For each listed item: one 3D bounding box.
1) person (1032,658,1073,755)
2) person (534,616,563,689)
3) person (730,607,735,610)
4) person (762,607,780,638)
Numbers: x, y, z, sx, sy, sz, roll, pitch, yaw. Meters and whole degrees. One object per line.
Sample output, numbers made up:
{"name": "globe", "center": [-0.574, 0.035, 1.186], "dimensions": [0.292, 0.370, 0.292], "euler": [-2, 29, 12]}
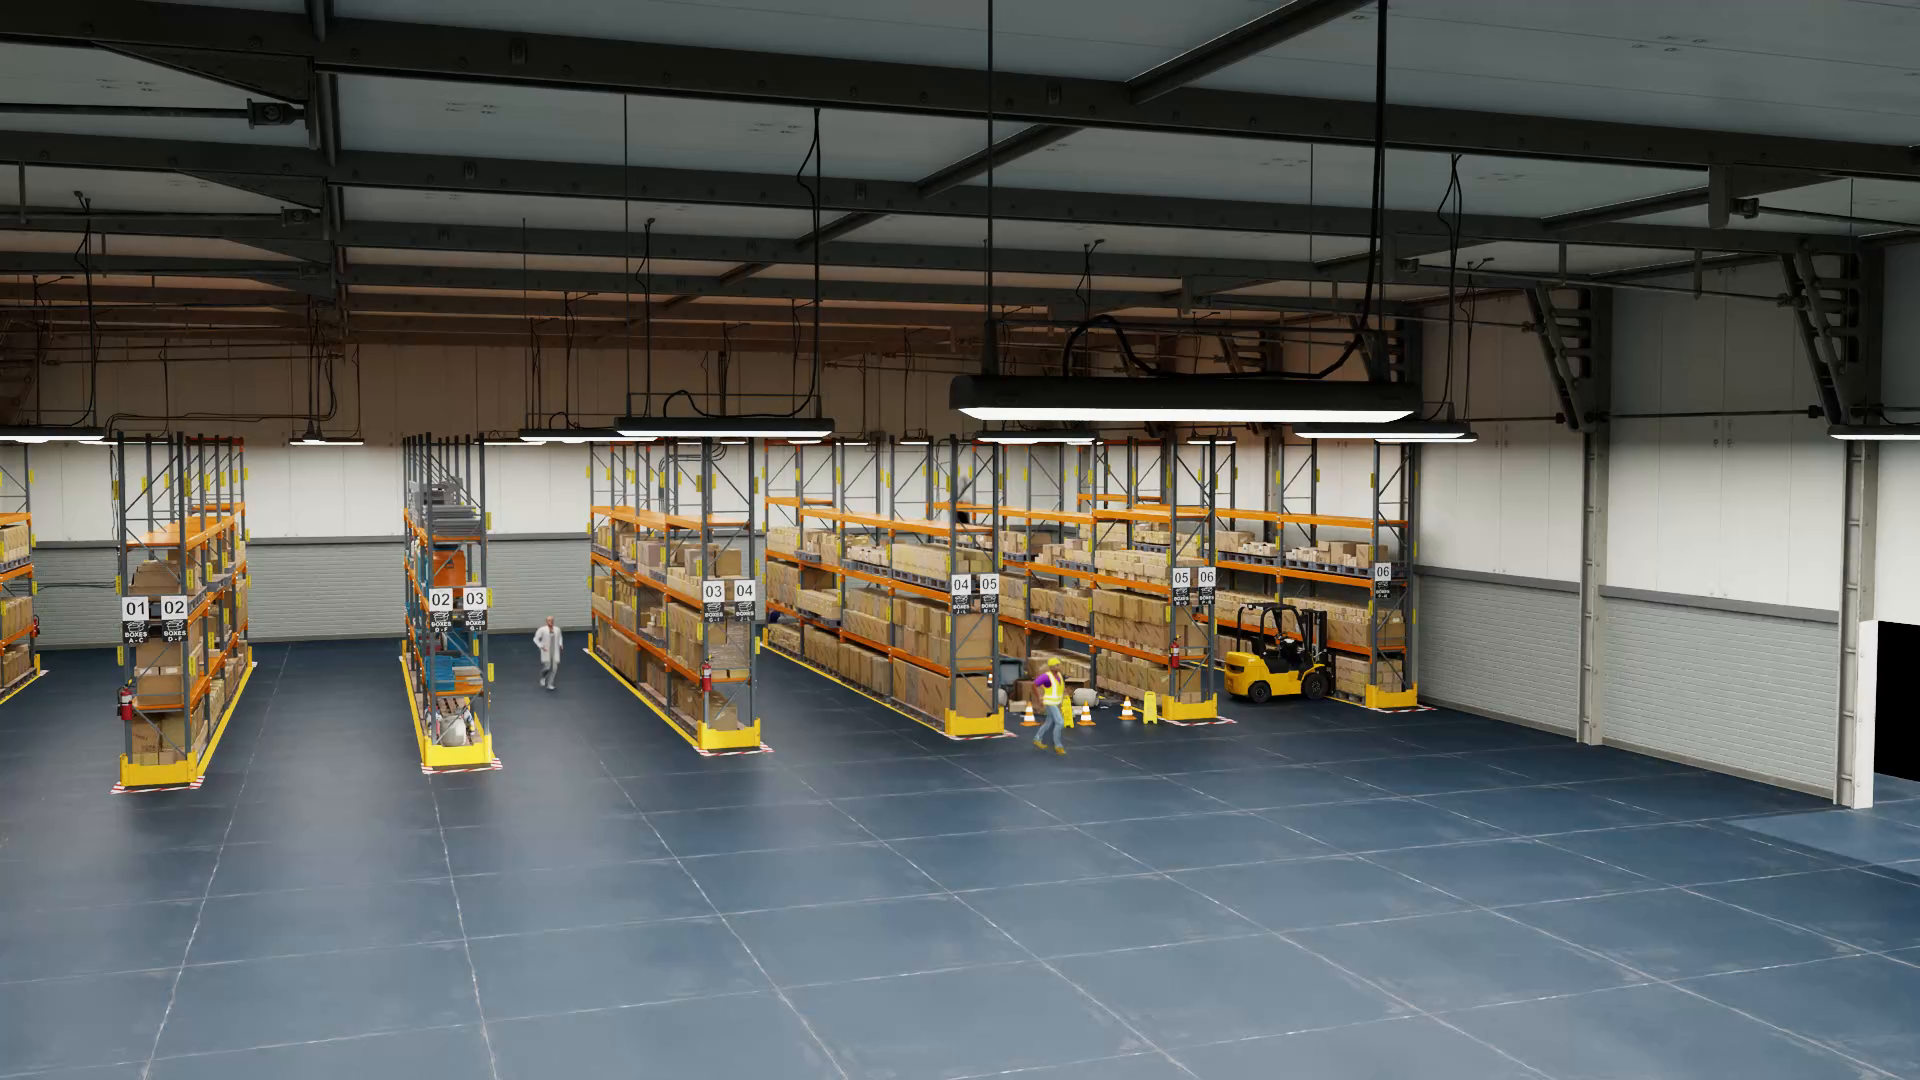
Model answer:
{"name": "person", "center": [1.723, 3.114, 31.234], "dimensions": [0.794, 1.822, 0.680], "euler": [2, 4, 28]}
{"name": "person", "center": [-9.728, 2.668, 39.424], "dimensions": [0.694, 1.730, 0.633], "euler": [-2, 4, -34]}
{"name": "person", "center": [-6.381, 2.270, 46.505], "dimensions": [0.653, 1.817, 0.725], "euler": [-1, 3, -15]}
{"name": "person", "center": [-5.620, 2.181, 49.706], "dimensions": [0.772, 1.559, 0.672], "euler": [1, 3, 14]}
